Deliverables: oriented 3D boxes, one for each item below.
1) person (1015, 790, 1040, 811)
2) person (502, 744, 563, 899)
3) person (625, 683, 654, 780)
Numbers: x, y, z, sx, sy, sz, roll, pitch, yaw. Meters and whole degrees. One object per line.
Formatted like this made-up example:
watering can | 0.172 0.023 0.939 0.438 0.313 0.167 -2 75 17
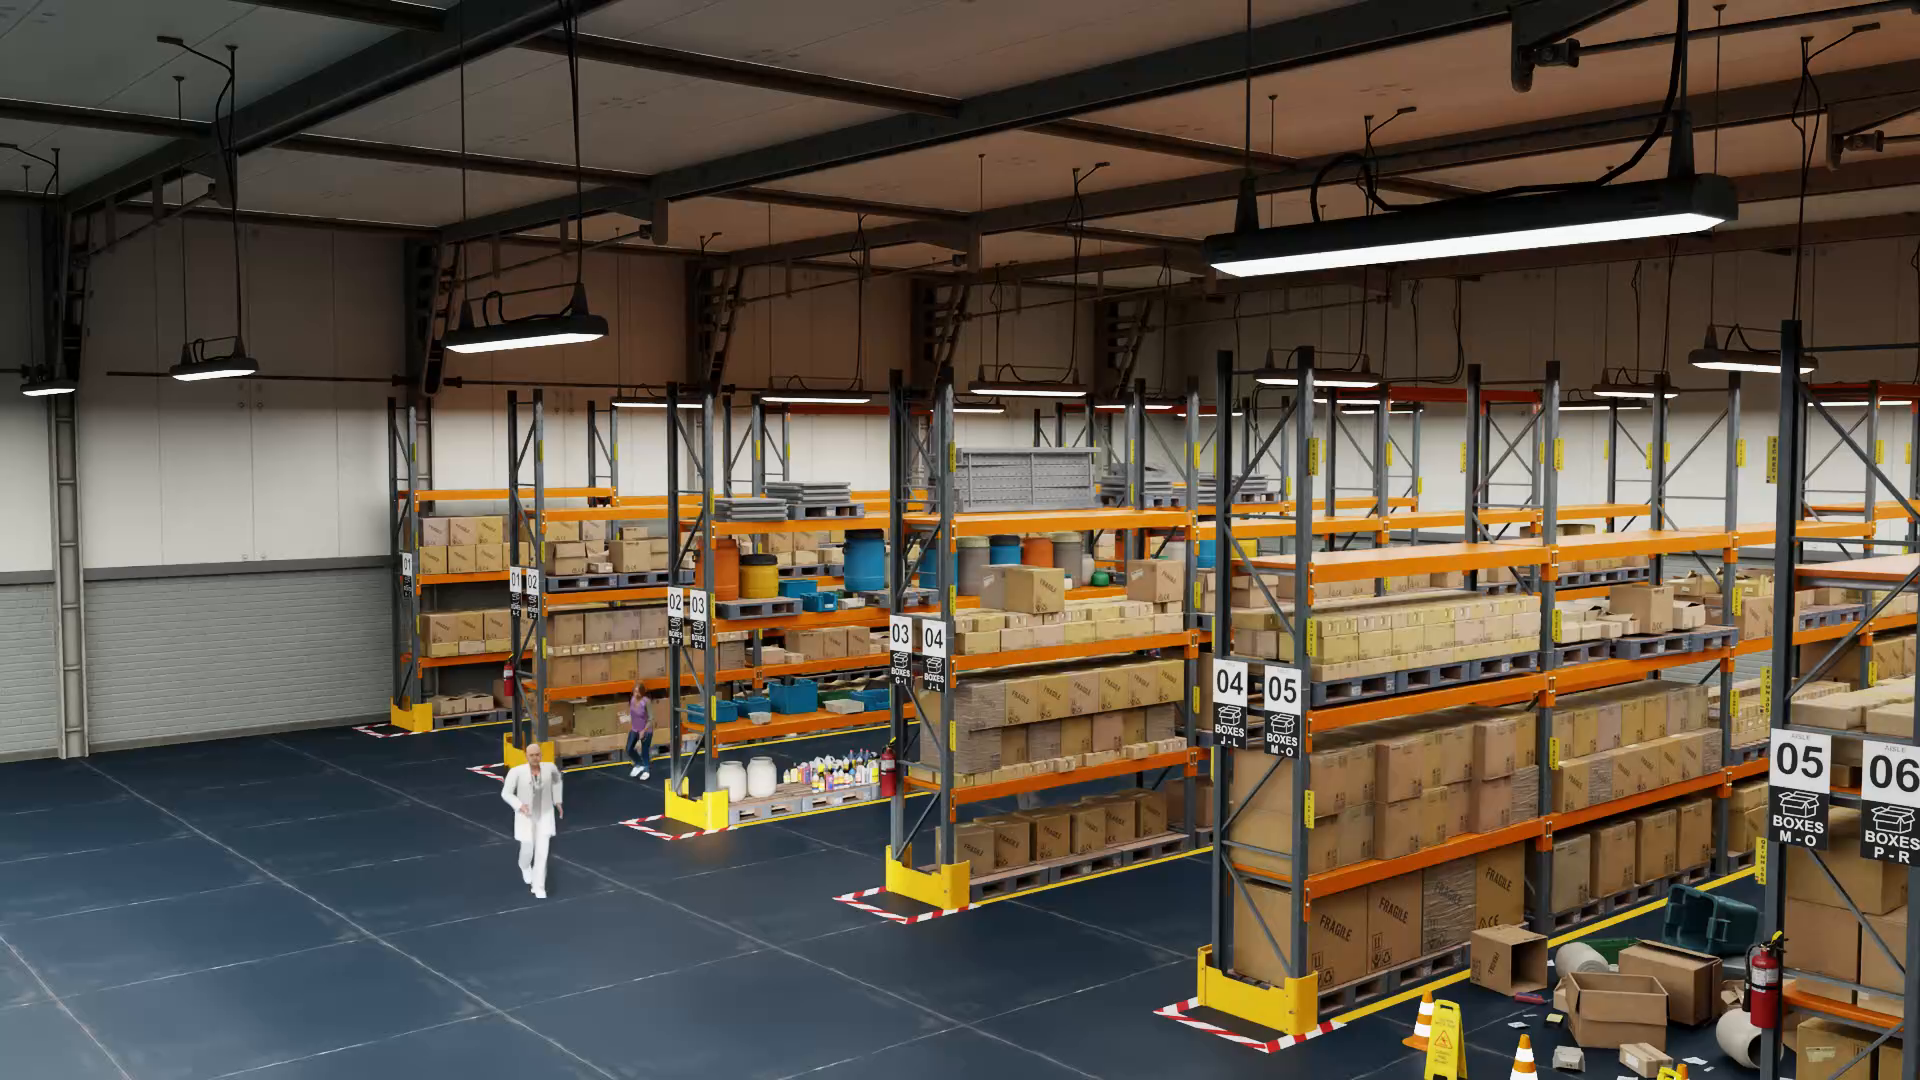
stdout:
person | 0.851 3.045 23.026 0.830 1.618 0.658 -2 4 -32
person | -4.925 3.181 19.142 0.706 1.743 0.933 -1 4 -21
person | -4.830 2.917 25.289 0.510 1.537 0.682 1 4 20
